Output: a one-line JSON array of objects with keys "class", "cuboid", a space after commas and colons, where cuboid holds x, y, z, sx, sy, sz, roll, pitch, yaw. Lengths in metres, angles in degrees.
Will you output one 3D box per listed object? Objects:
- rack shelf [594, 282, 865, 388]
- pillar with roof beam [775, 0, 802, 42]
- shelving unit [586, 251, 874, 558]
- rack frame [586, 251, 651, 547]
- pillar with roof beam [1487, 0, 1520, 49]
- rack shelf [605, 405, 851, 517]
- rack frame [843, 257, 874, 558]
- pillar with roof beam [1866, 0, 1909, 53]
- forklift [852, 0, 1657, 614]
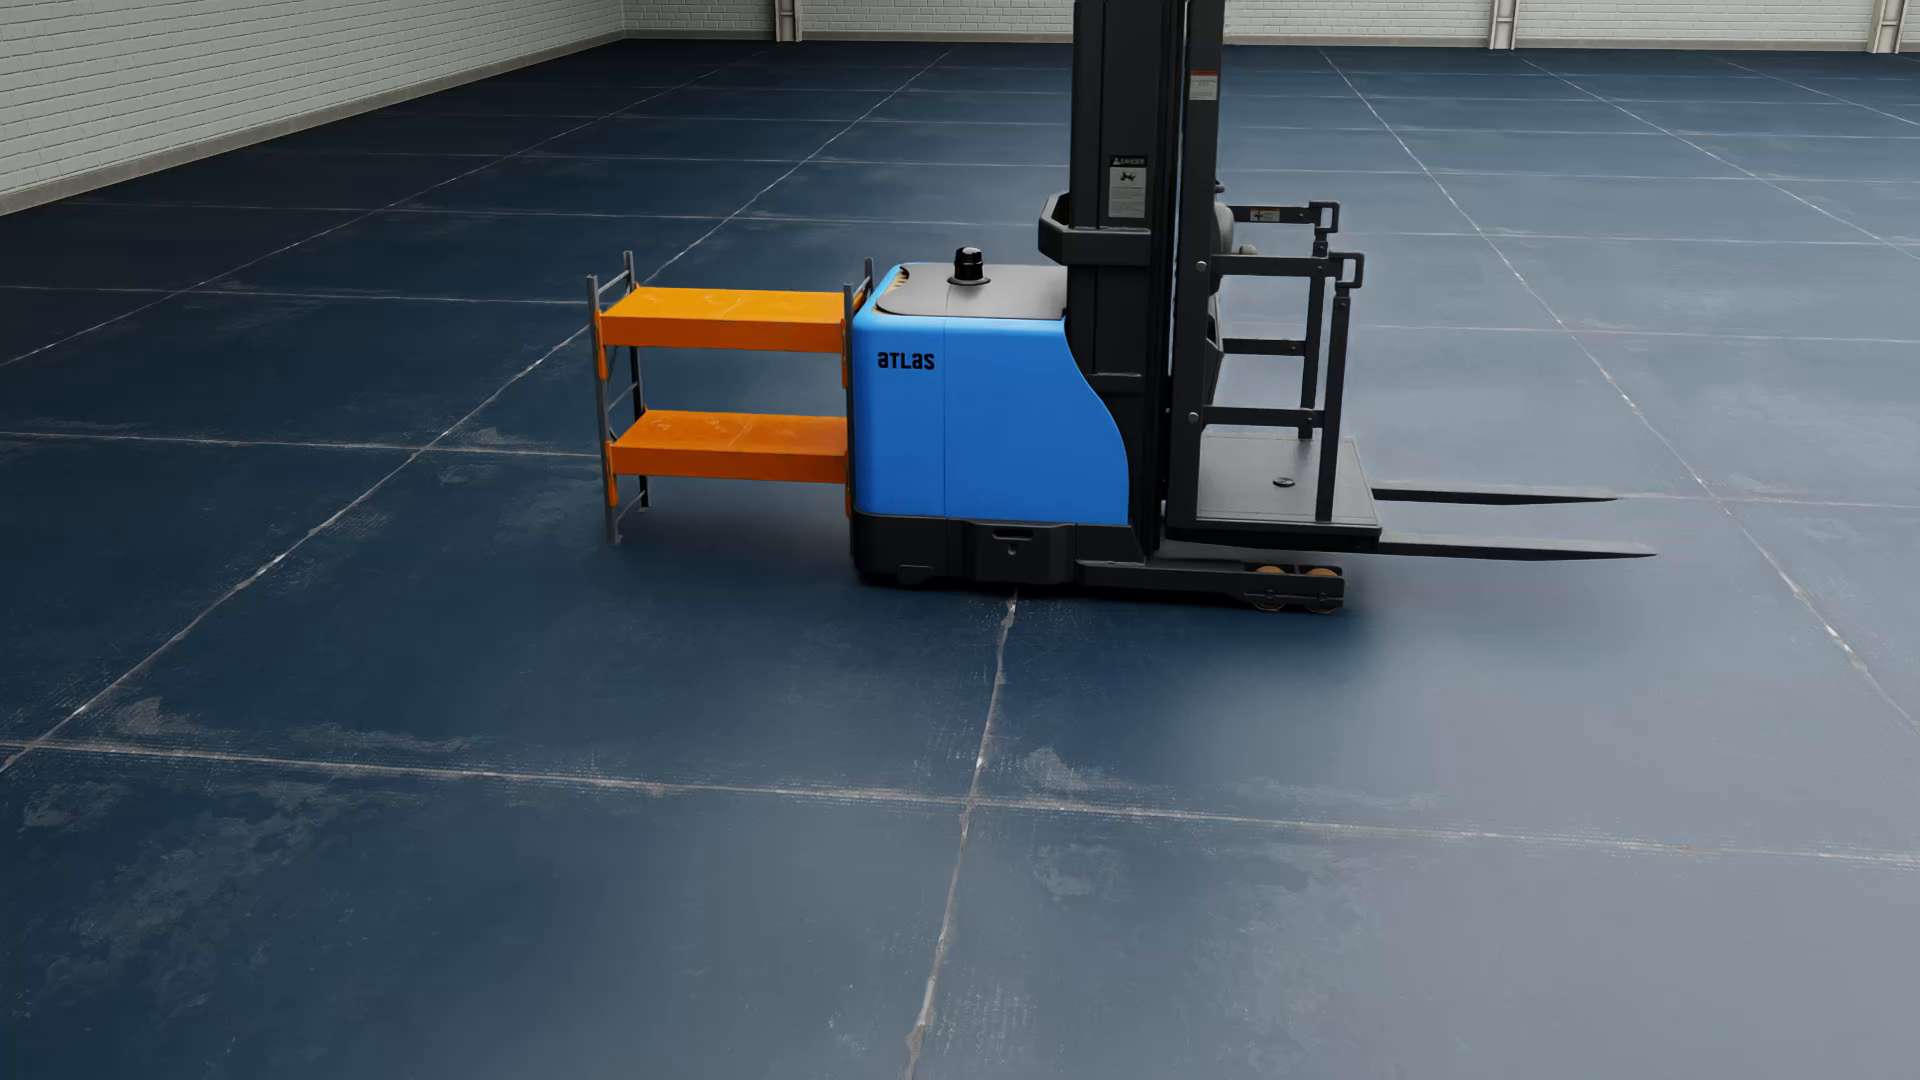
[{"class": "rack shelf", "cuboid": [-0.904, -0.837, 6.731, 1.000, 0.278, 0.538, 3, 22, 7]}, {"class": "pillar with roof beam", "cuboid": [-3.470, -11.283, 23.240, 0.400, 9.000, 9.100, 2, 22, 6]}, {"class": "shelving unit", "cuboid": [-0.904, -0.565, 6.839, 1.048, 1.125, 0.538, 3, 22, 7]}, {"class": "rack frame", "cuboid": [-1.408, -0.588, 6.897, 0.032, 1.125, 0.500, 3, 22, 7]}, {"class": "pillar with roof beam", "cuboid": [8.447, -10.764, 21.927, 0.400, 9.000, 9.100, 2, 22, 6]}, {"class": "rack shelf", "cuboid": [-0.904, -0.337, 6.929, 1.000, 0.278, 0.538, 3, 22, 7]}, {"class": "rack frame", "cuboid": [-0.400, -0.542, 6.780, 0.032, 1.125, 0.500, 3, 22, 7]}, {"class": "pillar with roof beam", "cuboid": [14.405, -10.504, 21.270, 0.400, 9.000, 9.100, 2, 22, 6]}, {"class": "forklift", "cuboid": [1.141, -1.294, 6.227, 3.031, 2.935, 1.130, 3, 22, 7]}]
